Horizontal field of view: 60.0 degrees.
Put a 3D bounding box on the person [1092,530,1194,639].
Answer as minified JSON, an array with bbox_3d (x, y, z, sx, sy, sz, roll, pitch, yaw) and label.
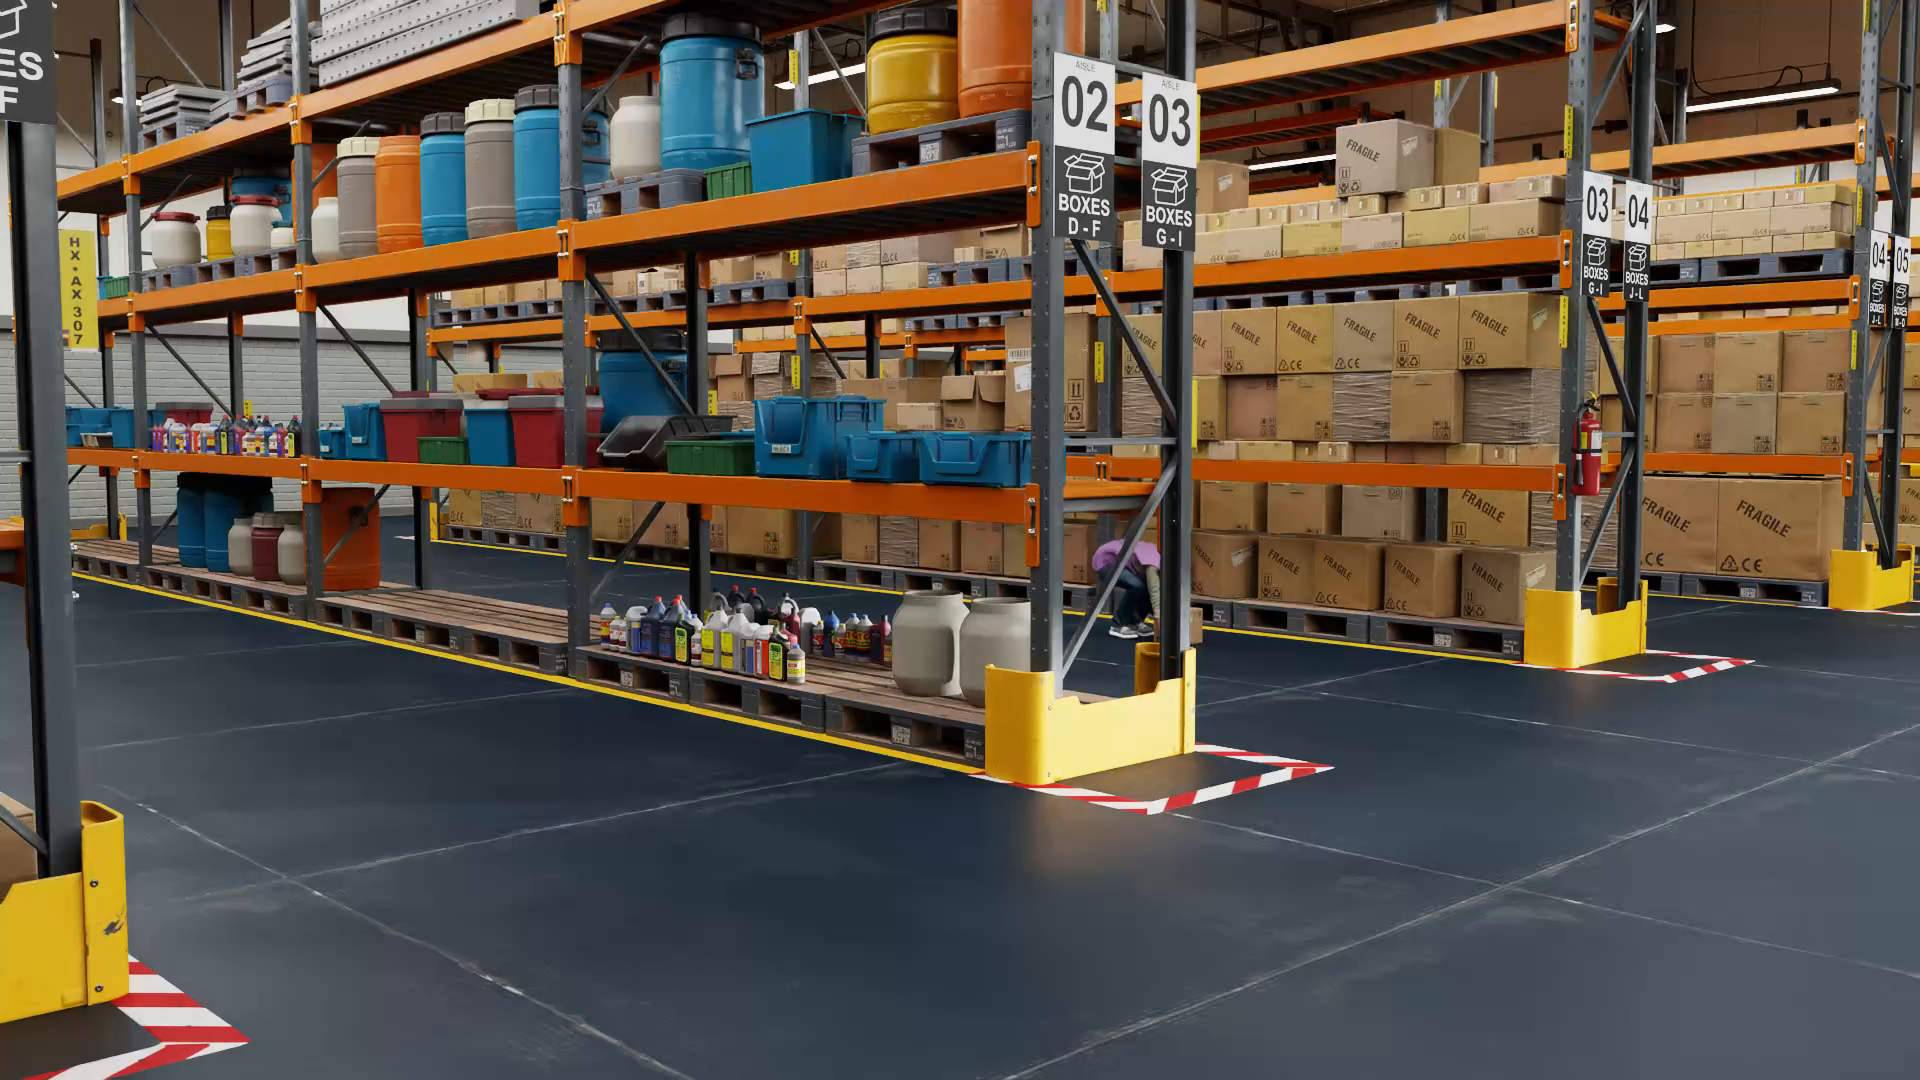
[{"bbox_3d":[1.366,0.338,12.262,0.863,0.806,0.428,4,6,44],"label":"person"}]
